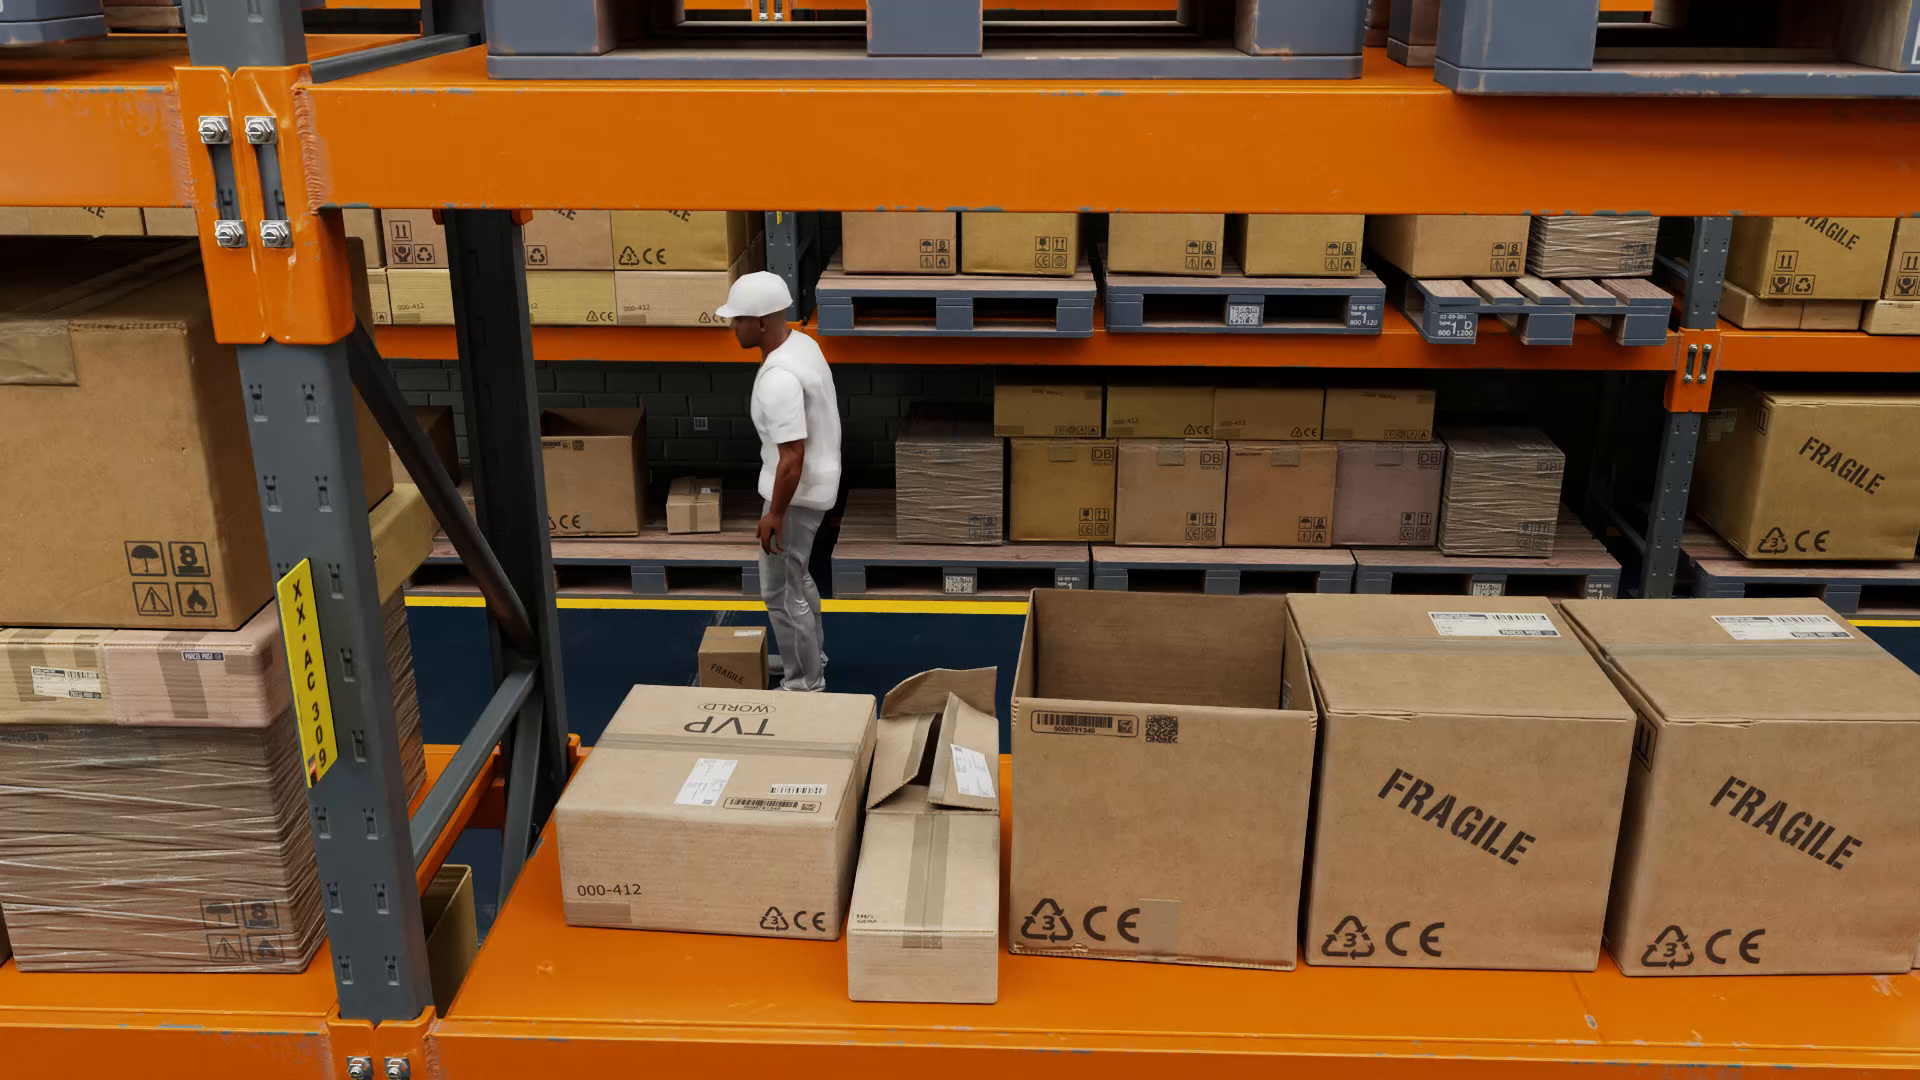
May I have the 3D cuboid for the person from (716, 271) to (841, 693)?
[{"bbox_3d":[-0.693,-0.190,6.558,0.458,1.761,0.627,0,21,0],"label":"person"}]
